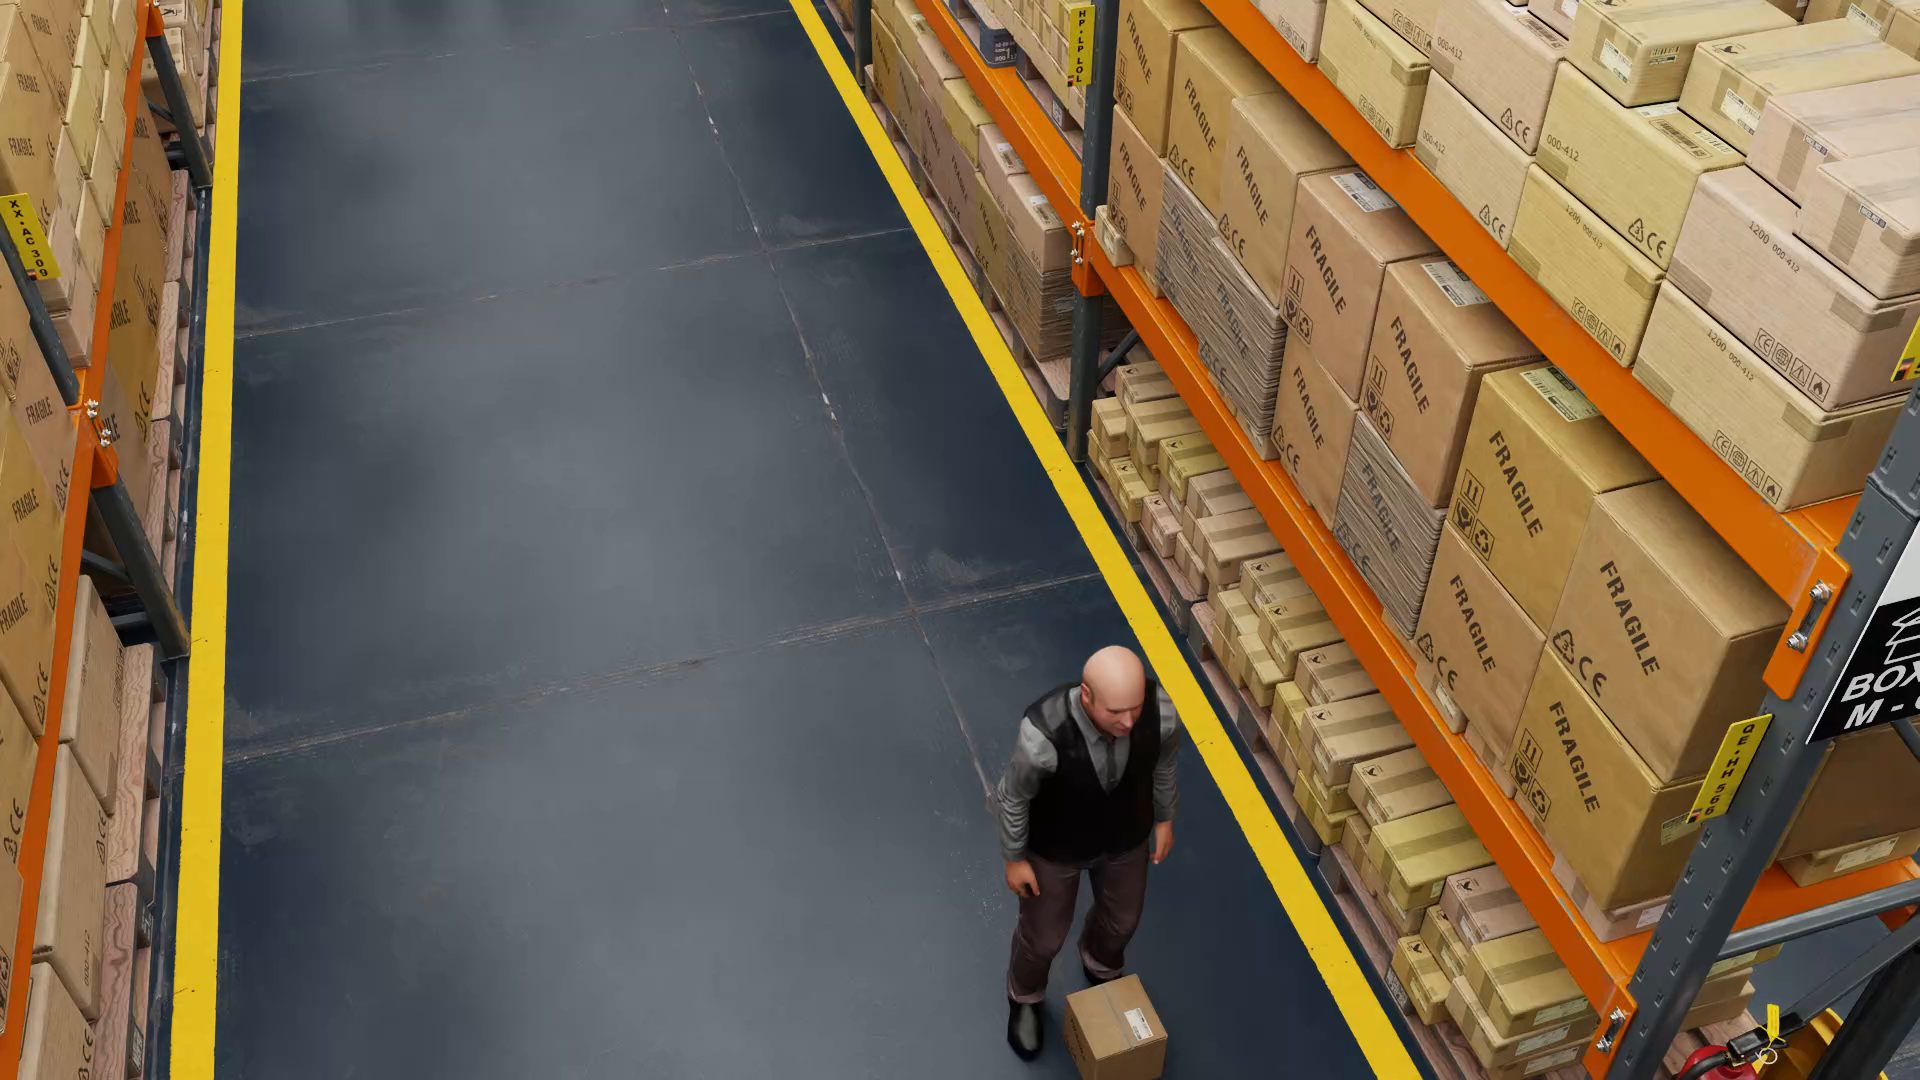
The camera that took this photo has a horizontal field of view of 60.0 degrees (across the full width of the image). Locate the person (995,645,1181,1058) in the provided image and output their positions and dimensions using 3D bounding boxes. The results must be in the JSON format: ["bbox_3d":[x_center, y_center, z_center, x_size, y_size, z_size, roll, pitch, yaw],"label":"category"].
[{"bbox_3d":[0.387,0.952,5.196,0.581,1.619,0.423,-12,43,-13],"label":"person"}]
